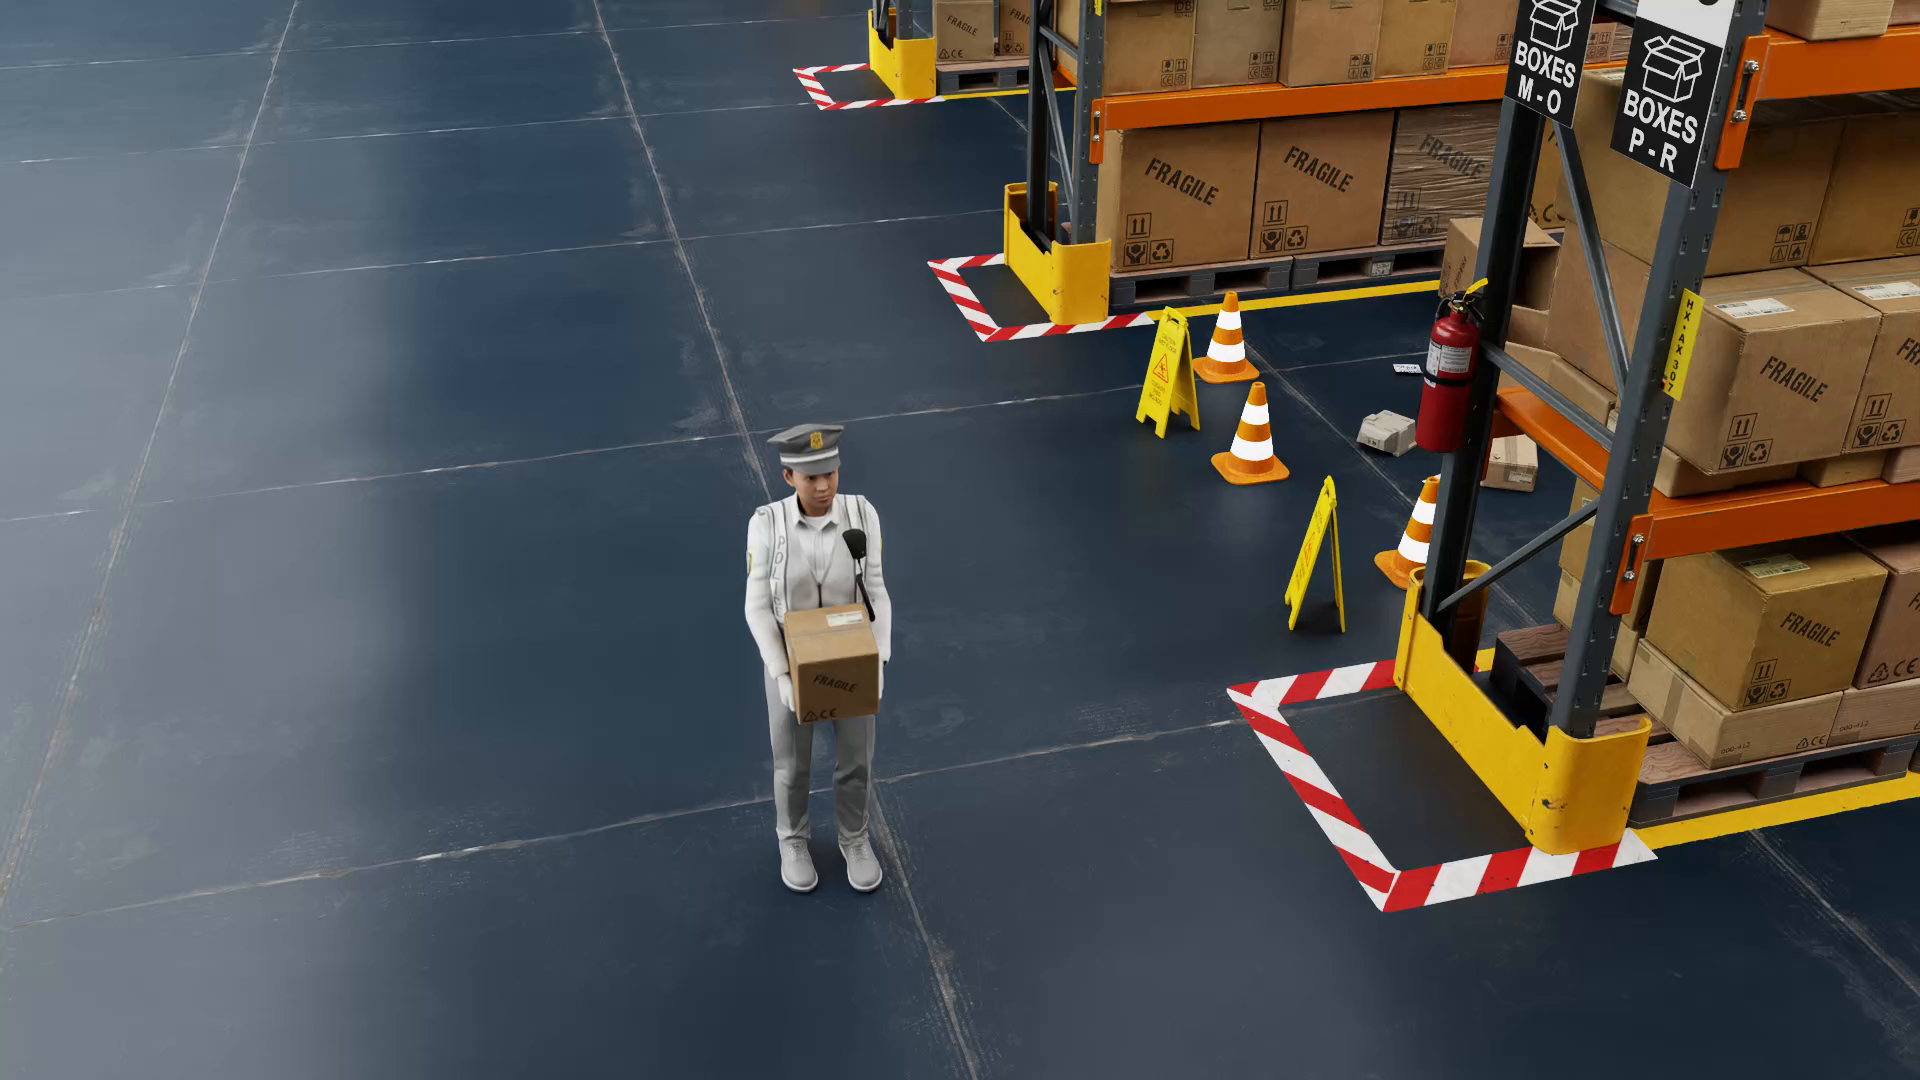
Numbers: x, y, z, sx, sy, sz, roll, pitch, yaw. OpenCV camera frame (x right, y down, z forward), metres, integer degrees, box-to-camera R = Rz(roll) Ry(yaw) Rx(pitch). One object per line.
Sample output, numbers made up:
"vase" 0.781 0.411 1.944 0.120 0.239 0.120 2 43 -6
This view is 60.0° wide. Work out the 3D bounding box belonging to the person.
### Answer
"person" -0.447 0.425 5.387 0.459 1.687 0.546 -7 31 -12
